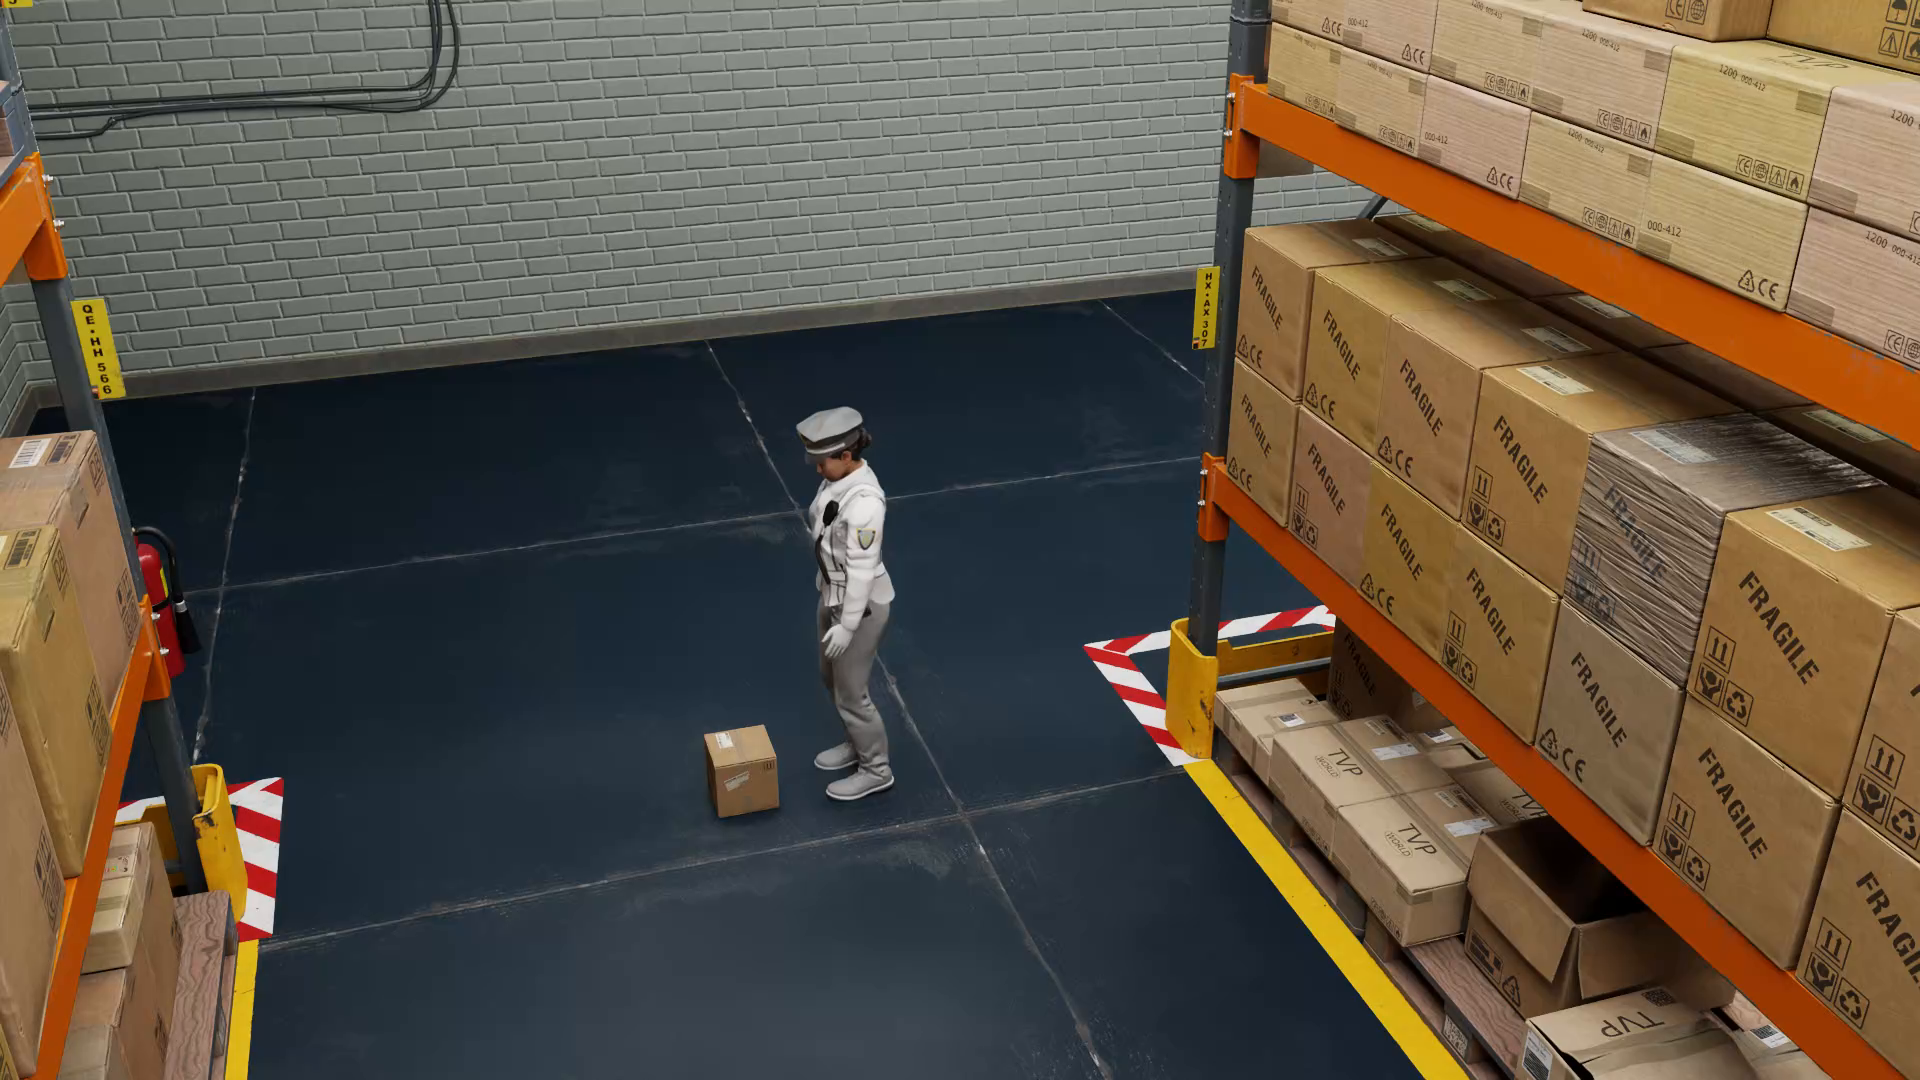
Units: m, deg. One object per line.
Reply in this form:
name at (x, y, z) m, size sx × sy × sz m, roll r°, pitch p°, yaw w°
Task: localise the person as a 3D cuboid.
person at (-0.439, 0.267, 6.598) m, size 0.352 × 1.658 × 0.479 m, roll -8°, pitch 28°, yaw -15°
